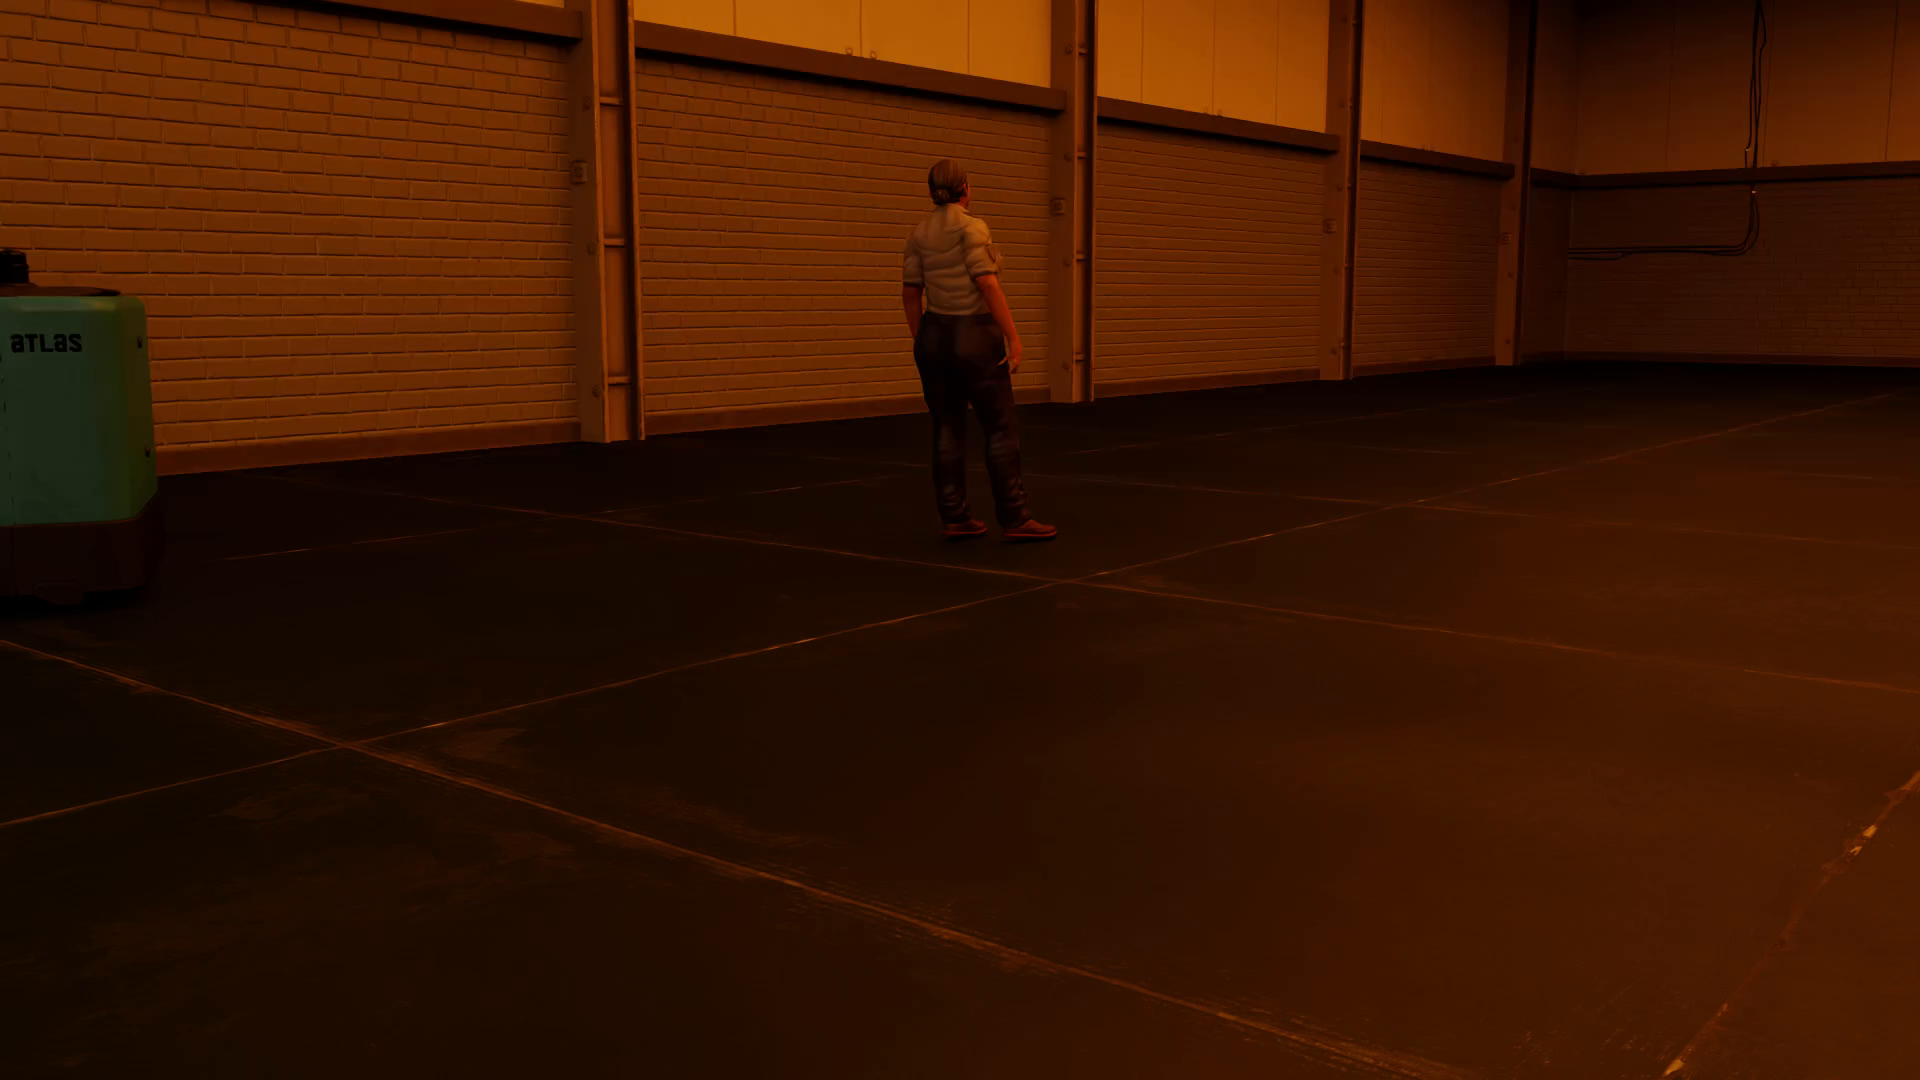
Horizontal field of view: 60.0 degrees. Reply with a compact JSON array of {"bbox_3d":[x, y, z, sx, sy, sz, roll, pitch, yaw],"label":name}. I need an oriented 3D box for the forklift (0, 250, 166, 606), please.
[{"bbox_3d":[-4.429,-1.202,5.495,3.031,2.935,1.130,-3,9,-20],"label":"forklift"}]

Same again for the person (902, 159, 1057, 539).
[{"bbox_3d":[0.075,-0.830,7.340,0.598,1.651,0.502,7,11,38],"label":"person"}]
